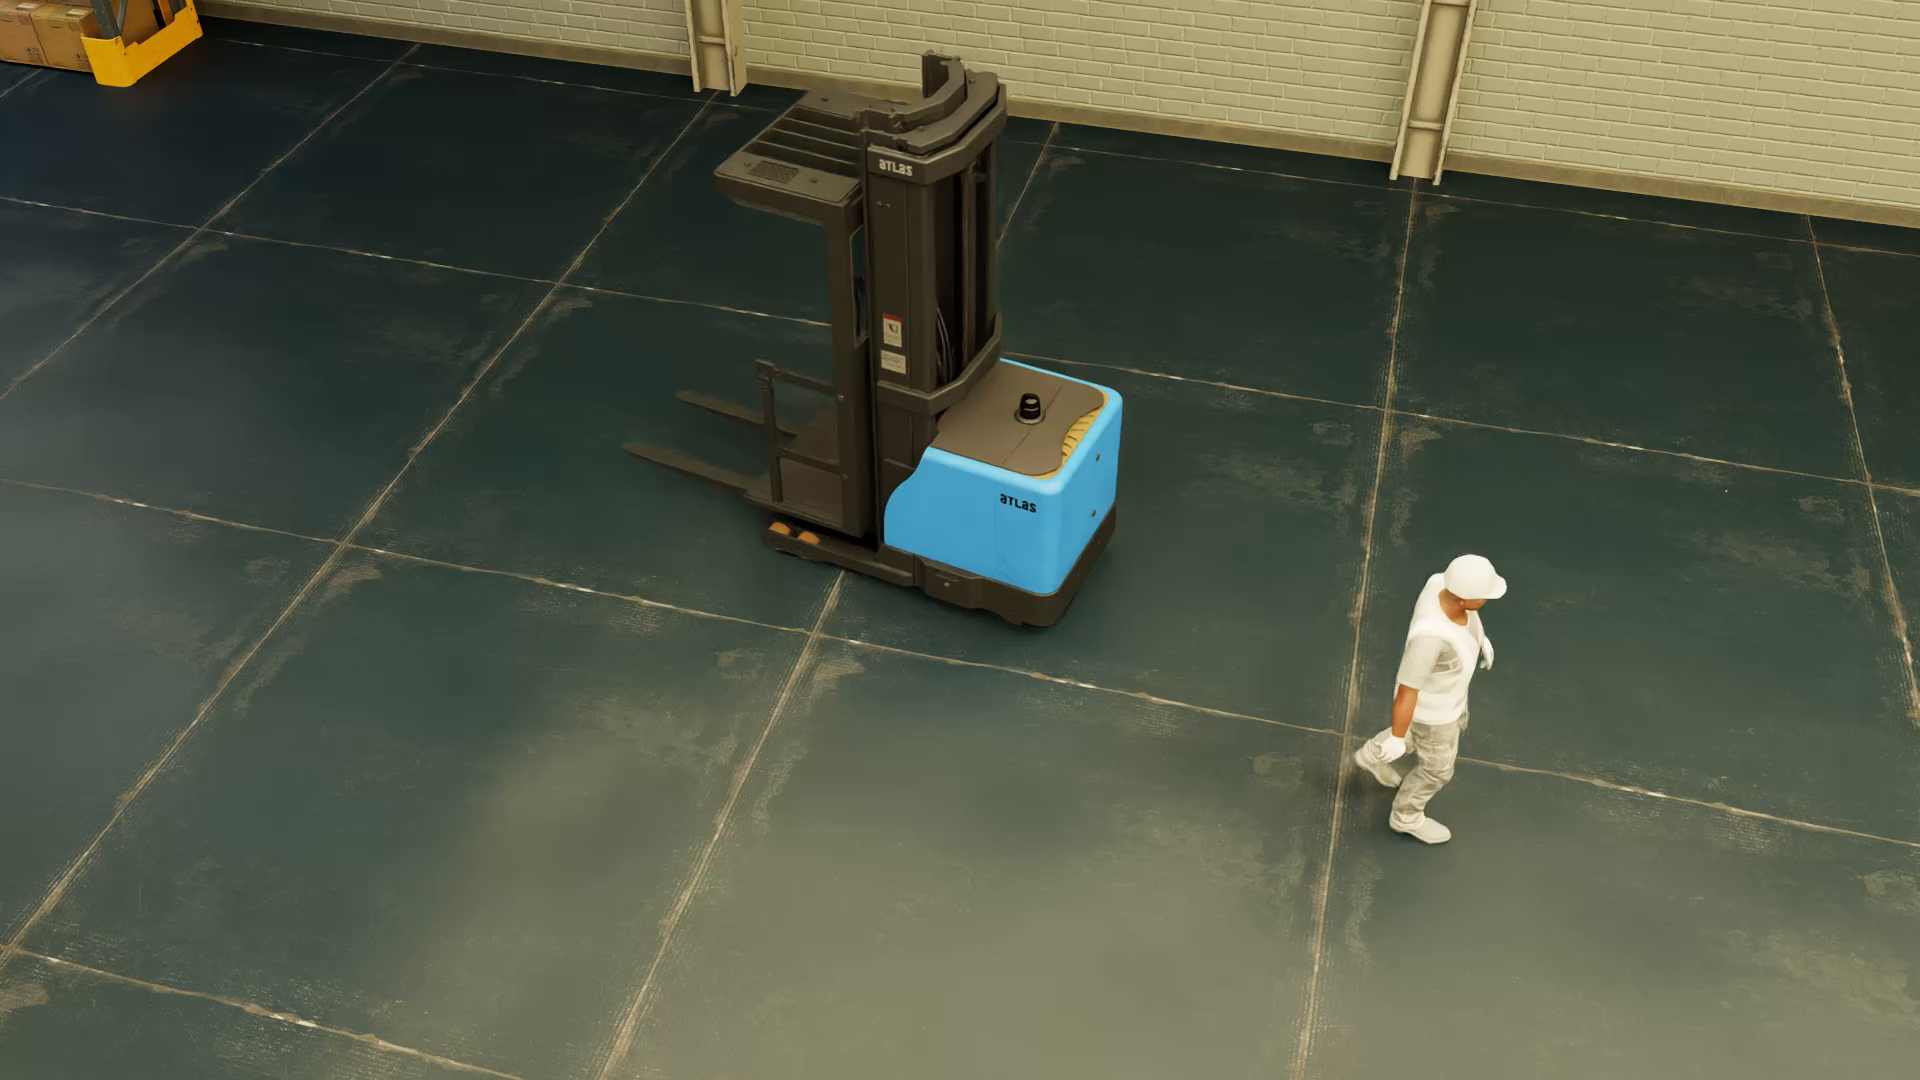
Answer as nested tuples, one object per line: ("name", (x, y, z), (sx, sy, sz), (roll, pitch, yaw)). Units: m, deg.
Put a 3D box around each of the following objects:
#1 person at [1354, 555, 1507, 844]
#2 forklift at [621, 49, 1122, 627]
("person", (2.234, 0.732, 7.913), (0.543, 1.765, 0.797), (12, 43, 13))
("forklift", (-0.620, -1.279, 9.321), (3.031, 2.935, 1.130), (18, 44, 19))
